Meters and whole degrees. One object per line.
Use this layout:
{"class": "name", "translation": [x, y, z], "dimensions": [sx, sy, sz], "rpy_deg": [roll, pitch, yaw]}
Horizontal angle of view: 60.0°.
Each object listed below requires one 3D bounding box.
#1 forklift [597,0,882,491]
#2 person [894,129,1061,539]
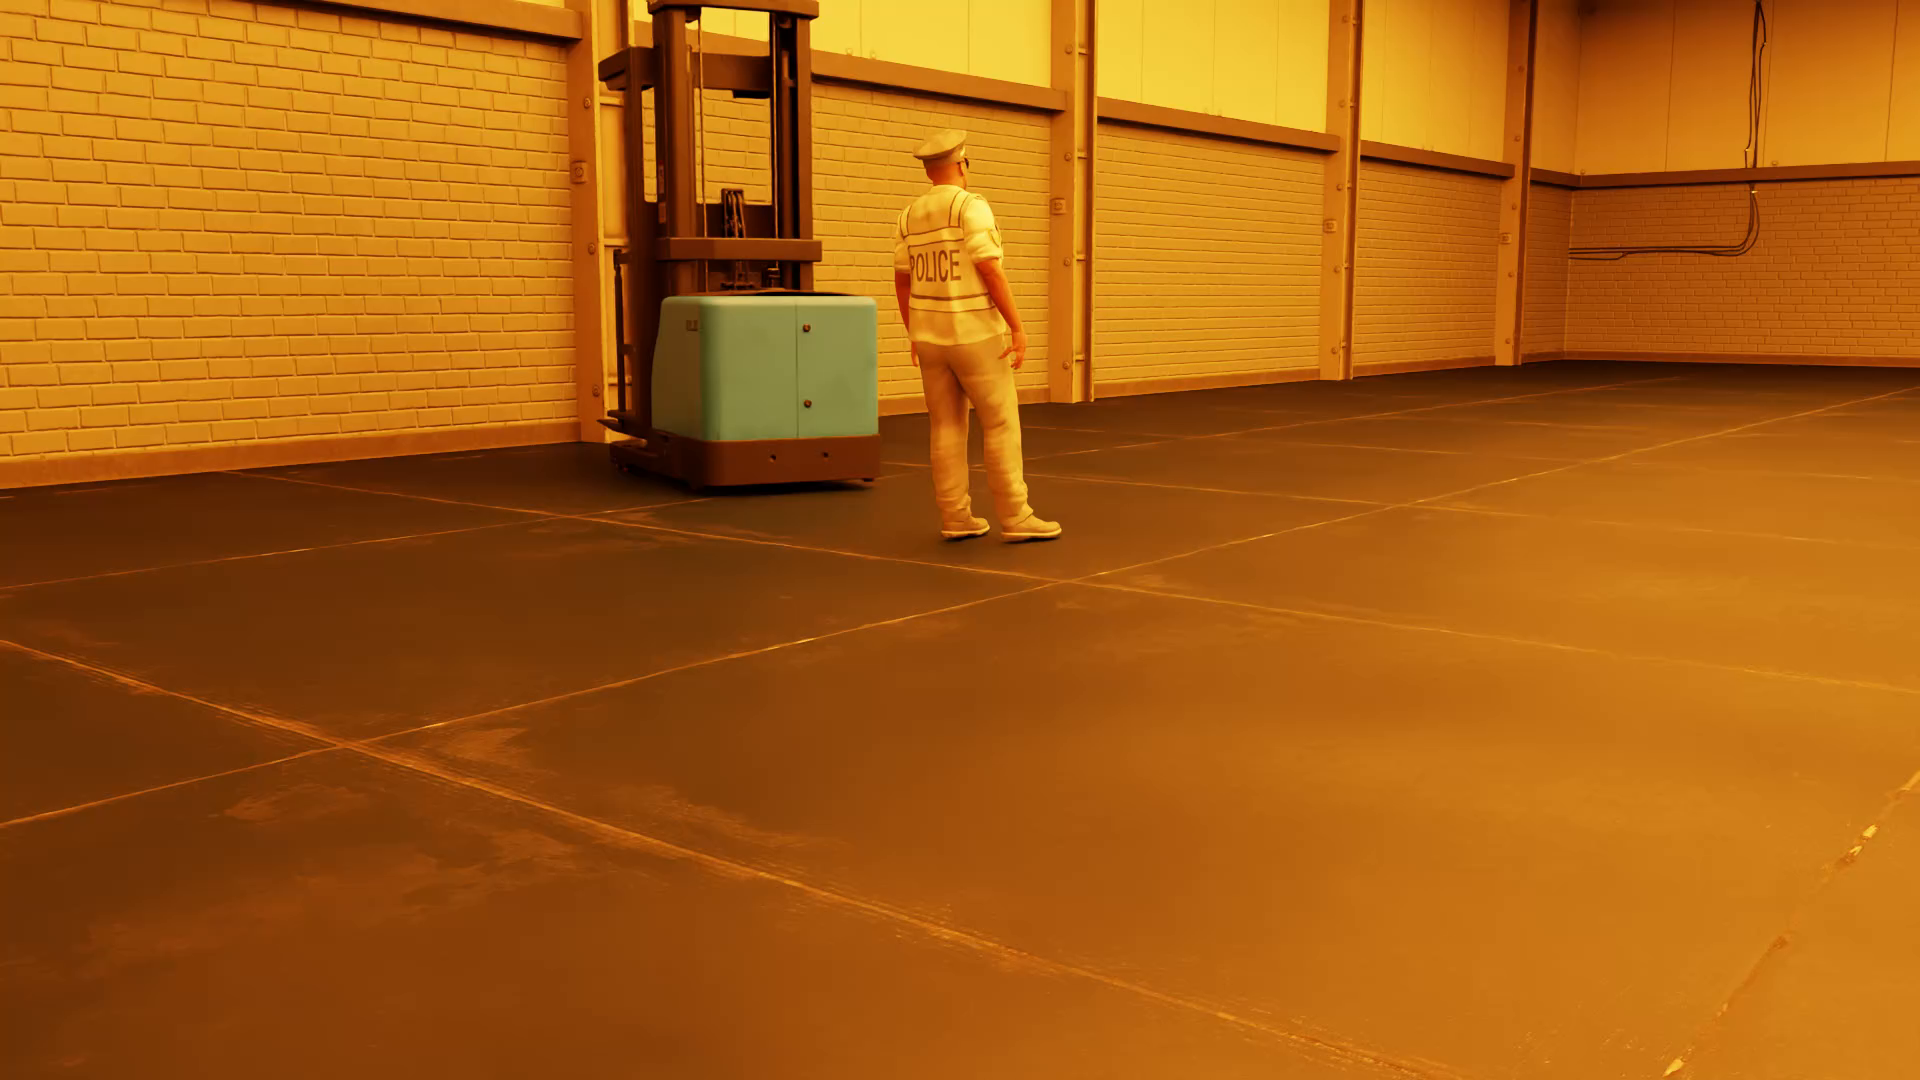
{"class": "forklift", "translation": [-1.547, -1.891, 10.204], "dimensions": [1.130, 2.935, 3.031], "rpy_deg": [-4, 9, -26]}
{"class": "person", "translation": [0.058, -0.897, 7.328], "dimensions": [0.641, 1.781, 0.574], "rpy_deg": [7, 11, 38]}
